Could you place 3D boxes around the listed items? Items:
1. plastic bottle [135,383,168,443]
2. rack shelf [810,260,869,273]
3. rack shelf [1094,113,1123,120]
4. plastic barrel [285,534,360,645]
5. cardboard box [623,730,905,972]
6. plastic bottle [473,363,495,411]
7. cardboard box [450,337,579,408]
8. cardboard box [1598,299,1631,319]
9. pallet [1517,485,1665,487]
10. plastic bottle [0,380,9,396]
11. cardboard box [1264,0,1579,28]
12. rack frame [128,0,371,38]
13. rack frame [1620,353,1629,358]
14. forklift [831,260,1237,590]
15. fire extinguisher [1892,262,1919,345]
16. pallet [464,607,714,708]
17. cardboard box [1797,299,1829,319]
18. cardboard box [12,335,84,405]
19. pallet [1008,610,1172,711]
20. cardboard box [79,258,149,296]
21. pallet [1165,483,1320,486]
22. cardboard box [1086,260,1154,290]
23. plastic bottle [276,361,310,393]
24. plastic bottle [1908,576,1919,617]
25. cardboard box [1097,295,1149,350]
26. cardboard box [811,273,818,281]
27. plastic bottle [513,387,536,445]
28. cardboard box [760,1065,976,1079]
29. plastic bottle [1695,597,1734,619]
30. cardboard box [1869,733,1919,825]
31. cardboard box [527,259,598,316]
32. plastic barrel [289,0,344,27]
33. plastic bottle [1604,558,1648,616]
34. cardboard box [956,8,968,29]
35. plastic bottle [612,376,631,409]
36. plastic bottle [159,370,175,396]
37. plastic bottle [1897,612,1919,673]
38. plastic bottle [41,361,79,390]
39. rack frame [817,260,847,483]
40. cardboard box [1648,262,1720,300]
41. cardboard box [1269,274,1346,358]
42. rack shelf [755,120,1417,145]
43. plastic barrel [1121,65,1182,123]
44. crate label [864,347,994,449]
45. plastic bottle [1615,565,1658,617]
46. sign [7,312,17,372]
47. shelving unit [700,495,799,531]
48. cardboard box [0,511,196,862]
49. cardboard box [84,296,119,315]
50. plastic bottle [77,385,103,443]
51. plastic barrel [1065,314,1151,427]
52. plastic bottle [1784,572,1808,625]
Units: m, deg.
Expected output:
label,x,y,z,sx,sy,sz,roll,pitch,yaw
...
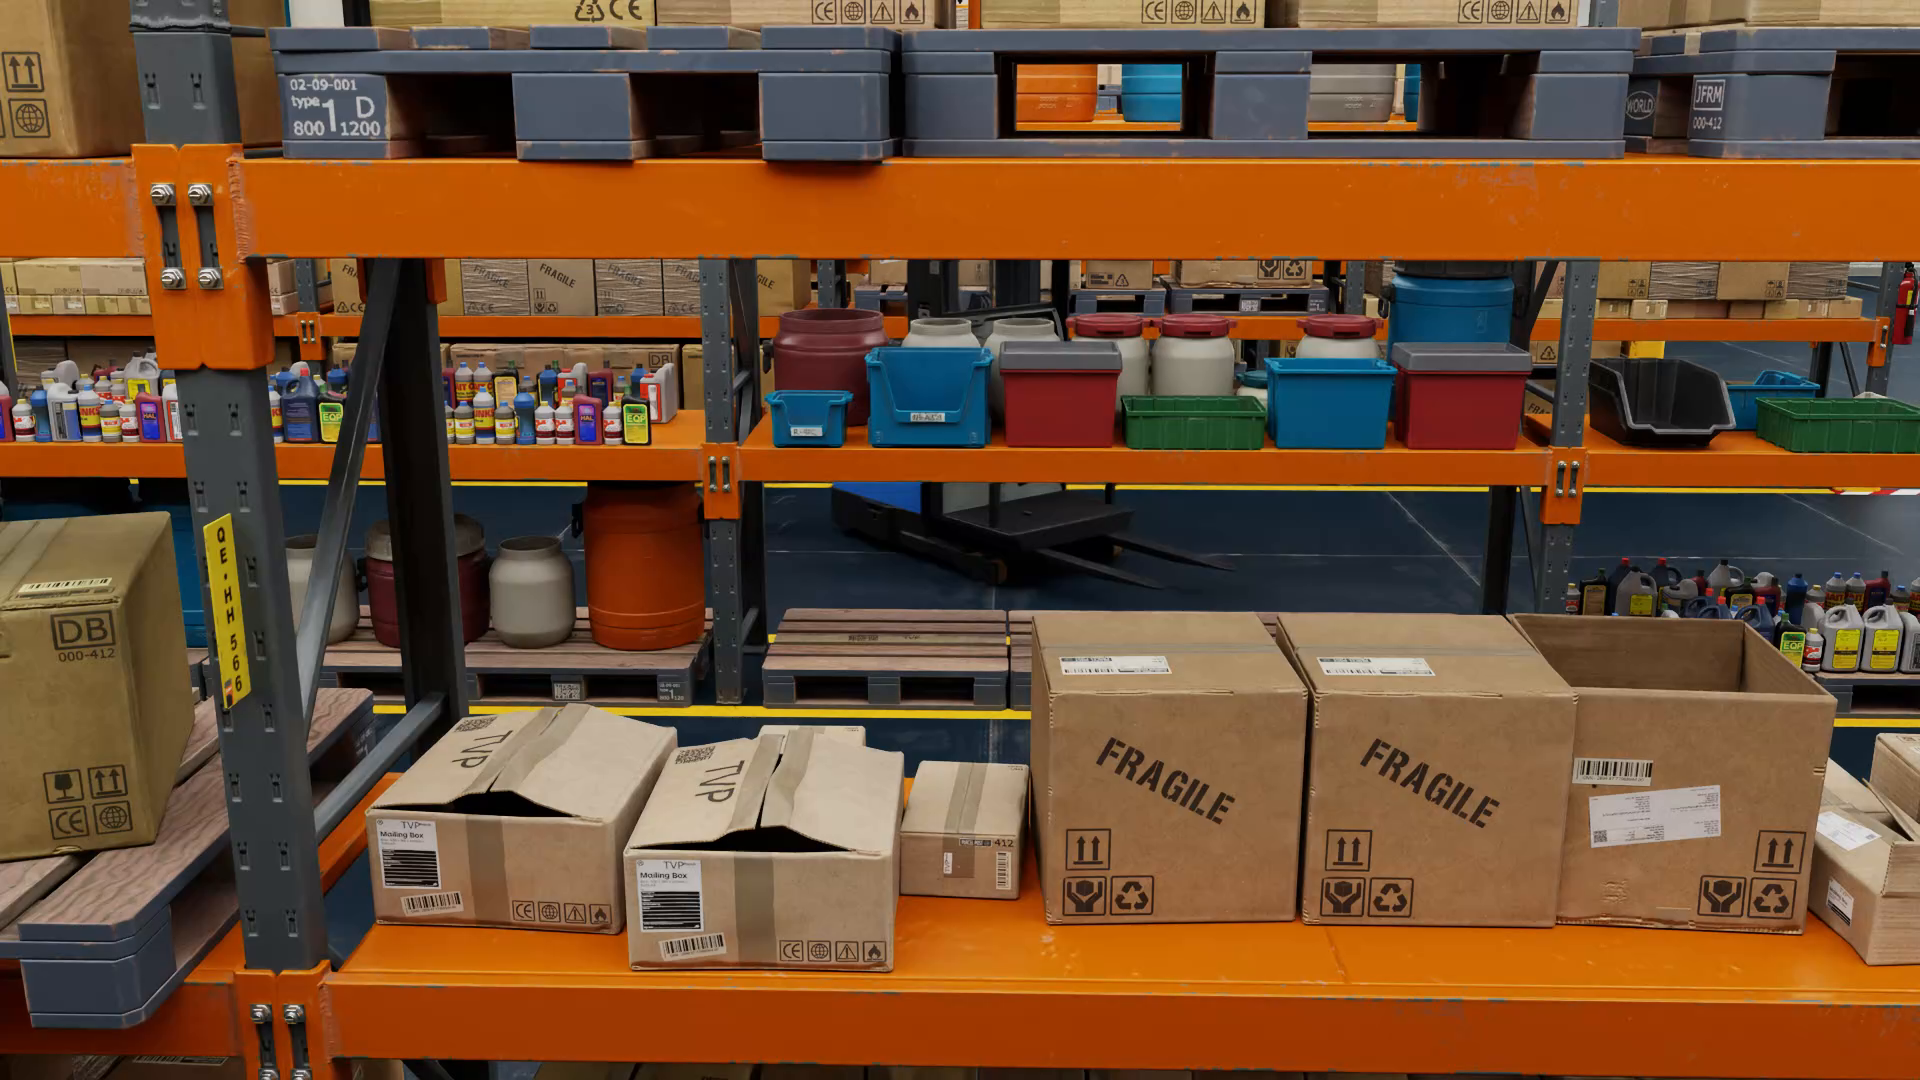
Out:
label,x,y,z,sx,sy,sz,roll,pitch,yaw
plastic bottle,-3.887,-0.610,8.000,0.133,0.283,0.061,0,15,1
rack shelf,-2.777,-2.950,18.050,4.000,0.370,1.077,0,15,1
rack shelf,0.994,-3.110,12.777,4.000,0.370,1.077,0,15,1
plastic barrel,-3.317,0.256,8.545,0.421,0.512,0.421,0,15,0
cardboard box,-0.373,0.604,3.344,0.500,0.311,0.500,0,15,1
plastic bottle,-2.498,-0.793,8.719,0.097,0.271,0.097,0,15,0
cardboard box,-3.470,-1.217,13.416,0.875,0.875,1.225,0,15,-1
cardboard box,4.952,-1.798,12.768,0.250,0.149,0.380,0,15,1
pallet,4.889,-0.643,13.365,1.213,0.211,1.003,0,15,1
plastic bottle,-4.746,-0.674,8.112,0.185,0.351,0.144,0,15,1
cardboard box,0.827,-1.077,3.133,0.500,0.250,0.500,-1,15,-3
rack frame,-1.262,-2.395,2.777,0.127,3.000,1.000,0,15,1
rack frame,7.220,-3.232,17.712,0.127,3.000,1.000,0,15,1
forklift,0.426,-1.279,10.443,1.130,2.935,3.031,-12,19,-38
fire extinguisher,7.095,-1.812,12.481,0.183,0.674,0.296,0,15,1
pallet,-1.921,0.597,8.665,1.213,0.211,1.003,0,15,1
cardboard box,6.452,-1.798,12.766,0.250,0.149,0.380,0,15,1
cardboard box,-7.451,-1.258,13.571,0.875,0.875,0.875,0,15,1
pallet,0.858,0.615,8.596,1.213,0.211,1.003,0,15,1
cardboard box,-6.480,-2.060,12.977,0.500,0.250,0.500,1,15,3
pallet,2.215,-0.651,13.392,1.213,0.211,1.003,0,15,1
cardboard box,1.258,-2.235,12.905,0.637,0.503,0.797,2,15,7
plastic bottle,-3.492,-0.795,8.717,0.135,0.276,0.152,0,15,1
plastic bottle,5.061,0.310,8.770,0.097,0.271,0.097,0,15,0
cardboard box,1.634,-2.362,18.000,0.750,0.750,1.050,0,15,1
cardboard box,-2.332,-3.756,23.037,0.875,0.875,0.875,1,15,2
plastic bottle,-2.087,-0.597,7.975,0.097,0.271,0.097,0,15,0
cardboard box,-0.212,1.304,3.986,0.500,0.311,0.500,0,15,1
plastic bottle,3.663,0.448,8.092,0.185,0.351,0.144,1,15,3
cardboard box,2.243,0.613,3.432,0.500,0.250,0.500,1,15,5
cardboard box,-3.031,-2.019,12.918,0.500,0.500,0.500,1,15,2
plastic barrel,-2.908,-2.449,7.774,0.433,0.535,0.433,0,15,0
plastic bottle,3.518,0.268,8.776,0.185,0.351,0.144,0,15,0
cardboard box,-0.035,-3.688,12.382,0.500,0.500,0.500,0,15,2
plastic bottle,-1.769,-0.755,8.710,0.097,0.201,0.097,0,15,0
plastic bottle,-4.022,-0.799,8.585,0.185,0.351,0.144,0,15,1
plastic bottle,4.629,0.490,8.081,0.135,0.276,0.152,0,15,0
plastic bottle,-4.728,-0.803,8.747,0.135,0.276,0.152,0,15,1
rack frame,-1.005,-2.020,13.117,0.127,3.000,1.000,0,15,1
cardboard box,5.441,-2.158,12.860,0.500,0.500,0.875,0,15,1
cardboard box,3.848,-2.412,17.945,0.875,0.875,0.875,1,15,2
rack shelf,0.868,-1.847,7.990,4.000,0.370,1.077,0,15,1
plastic barrel,1.045,-2.380,7.620,0.708,0.901,0.600,0,15,1
crate label,-0.145,-0.699,8.039,0.616,0.435,0.502,0,15,1
plastic bottle,3.514,0.304,8.636,0.185,0.351,0.144,0,15,1
sign,-5.114,-1.057,8.925,0.005,0.325,0.100,0,15,1
shelving unit,-1.744,-0.180,11.677,1.200,0.189,0.258,-1,15,14
cardboard box,-1.894,0.279,3.382,0.500,0.500,0.700,-5,16,-17
cardboard box,-6.602,-1.852,12.970,0.250,0.149,0.380,0,15,1
plastic bottle,-4.196,-0.611,8.027,0.097,0.271,0.097,0,15,0
plastic barrel,0.750,-0.867,8.478,0.433,0.535,0.433,0,15,0
plastic bottle,4.416,0.306,8.786,0.097,0.271,0.097,0,15,0
